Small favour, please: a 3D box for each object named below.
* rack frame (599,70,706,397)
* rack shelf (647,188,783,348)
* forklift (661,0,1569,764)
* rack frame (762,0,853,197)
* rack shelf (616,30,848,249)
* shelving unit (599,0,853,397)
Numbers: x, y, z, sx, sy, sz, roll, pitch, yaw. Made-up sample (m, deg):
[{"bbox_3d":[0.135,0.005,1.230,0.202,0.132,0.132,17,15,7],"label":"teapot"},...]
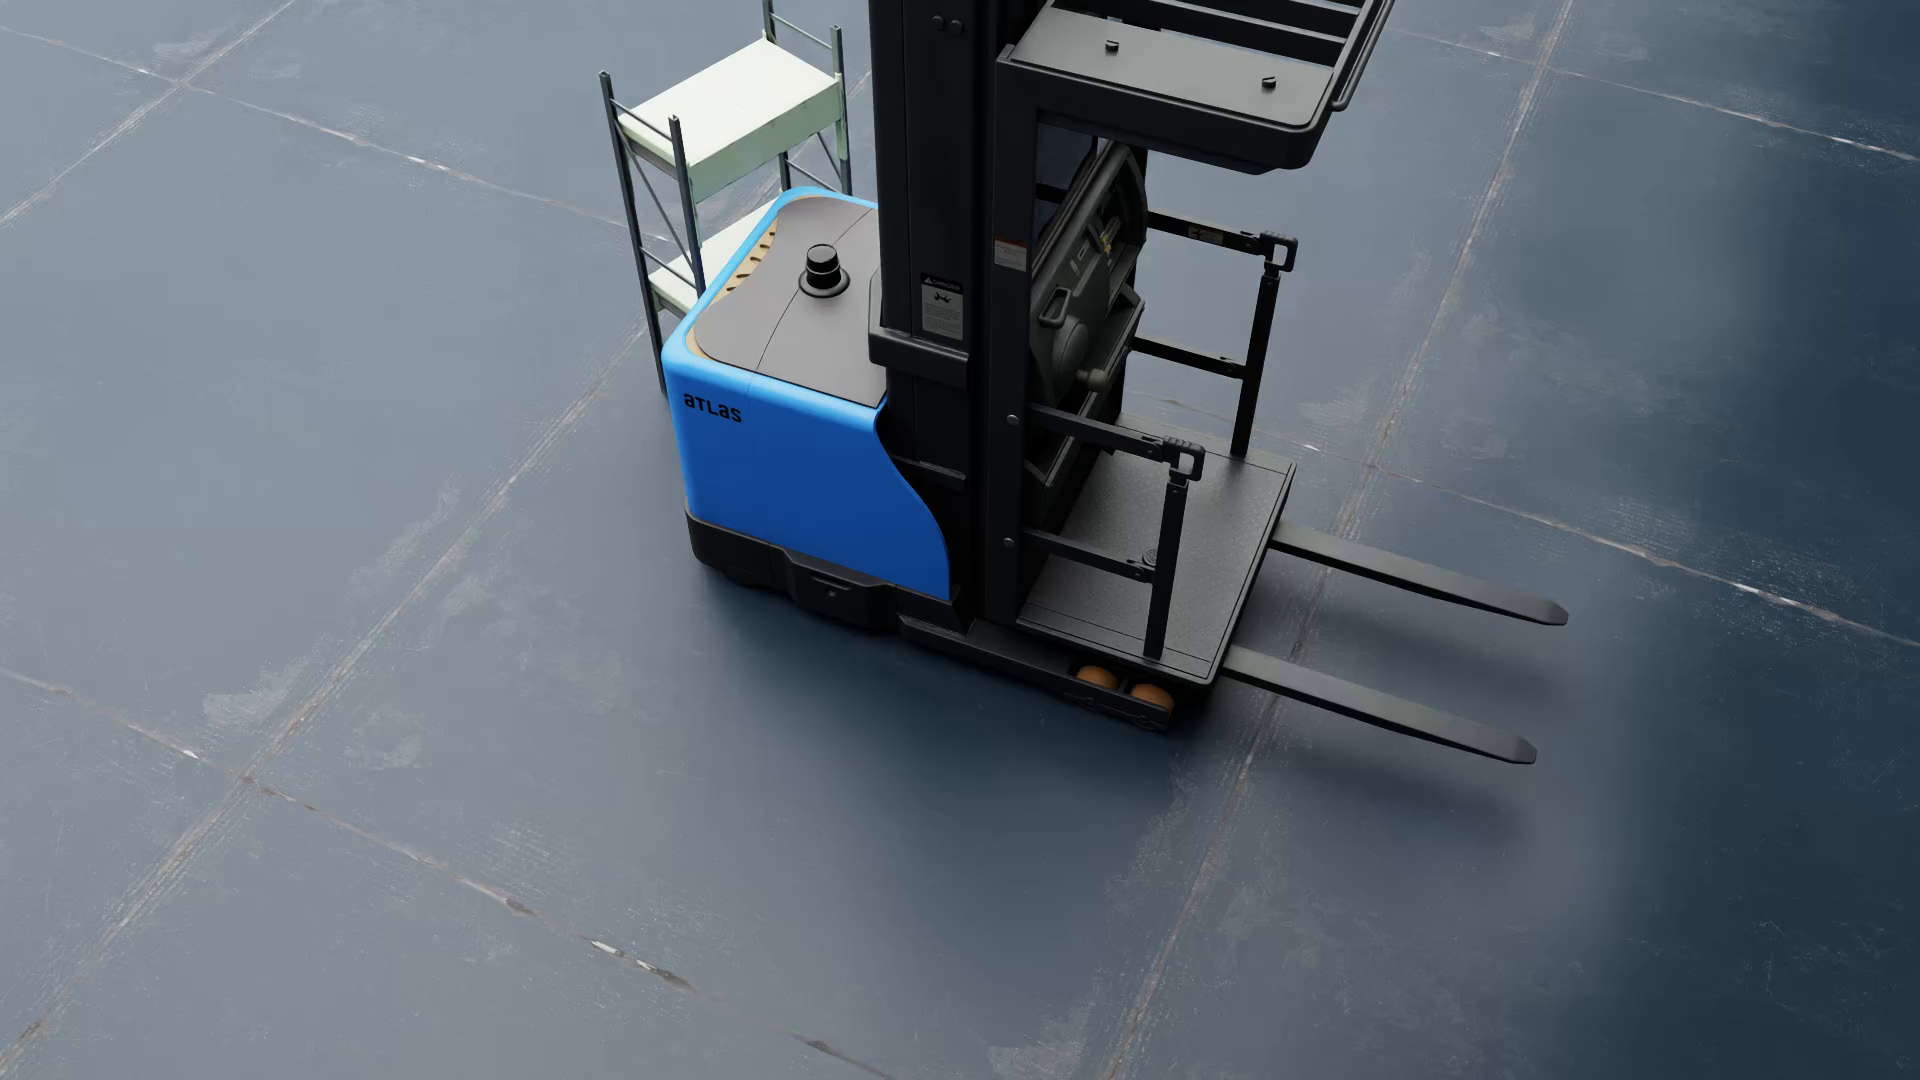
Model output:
[{"bbox_3d":[-1.068,-0.993,6.108,0.400,1.500,0.023,36,58,27],"label":"rack frame"},{"bbox_3d":[-0.813,-0.982,6.526,0.431,0.370,0.720,36,58,27],"label":"rack shelf"},{"bbox_3d":[0.578,-0.766,4.977,3.031,2.935,1.130,18,52,14],"label":"forklift"},{"bbox_3d":[-0.561,-1.396,6.451,0.400,1.500,0.023,36,58,27],"label":"rack frame"},{"bbox_3d":[-0.817,-1.449,5.984,0.431,0.370,0.720,36,58,27],"label":"rack shelf"},{"bbox_3d":[-0.814,-1.195,6.279,0.431,1.500,0.755,36,58,27],"label":"shelving unit"}]
